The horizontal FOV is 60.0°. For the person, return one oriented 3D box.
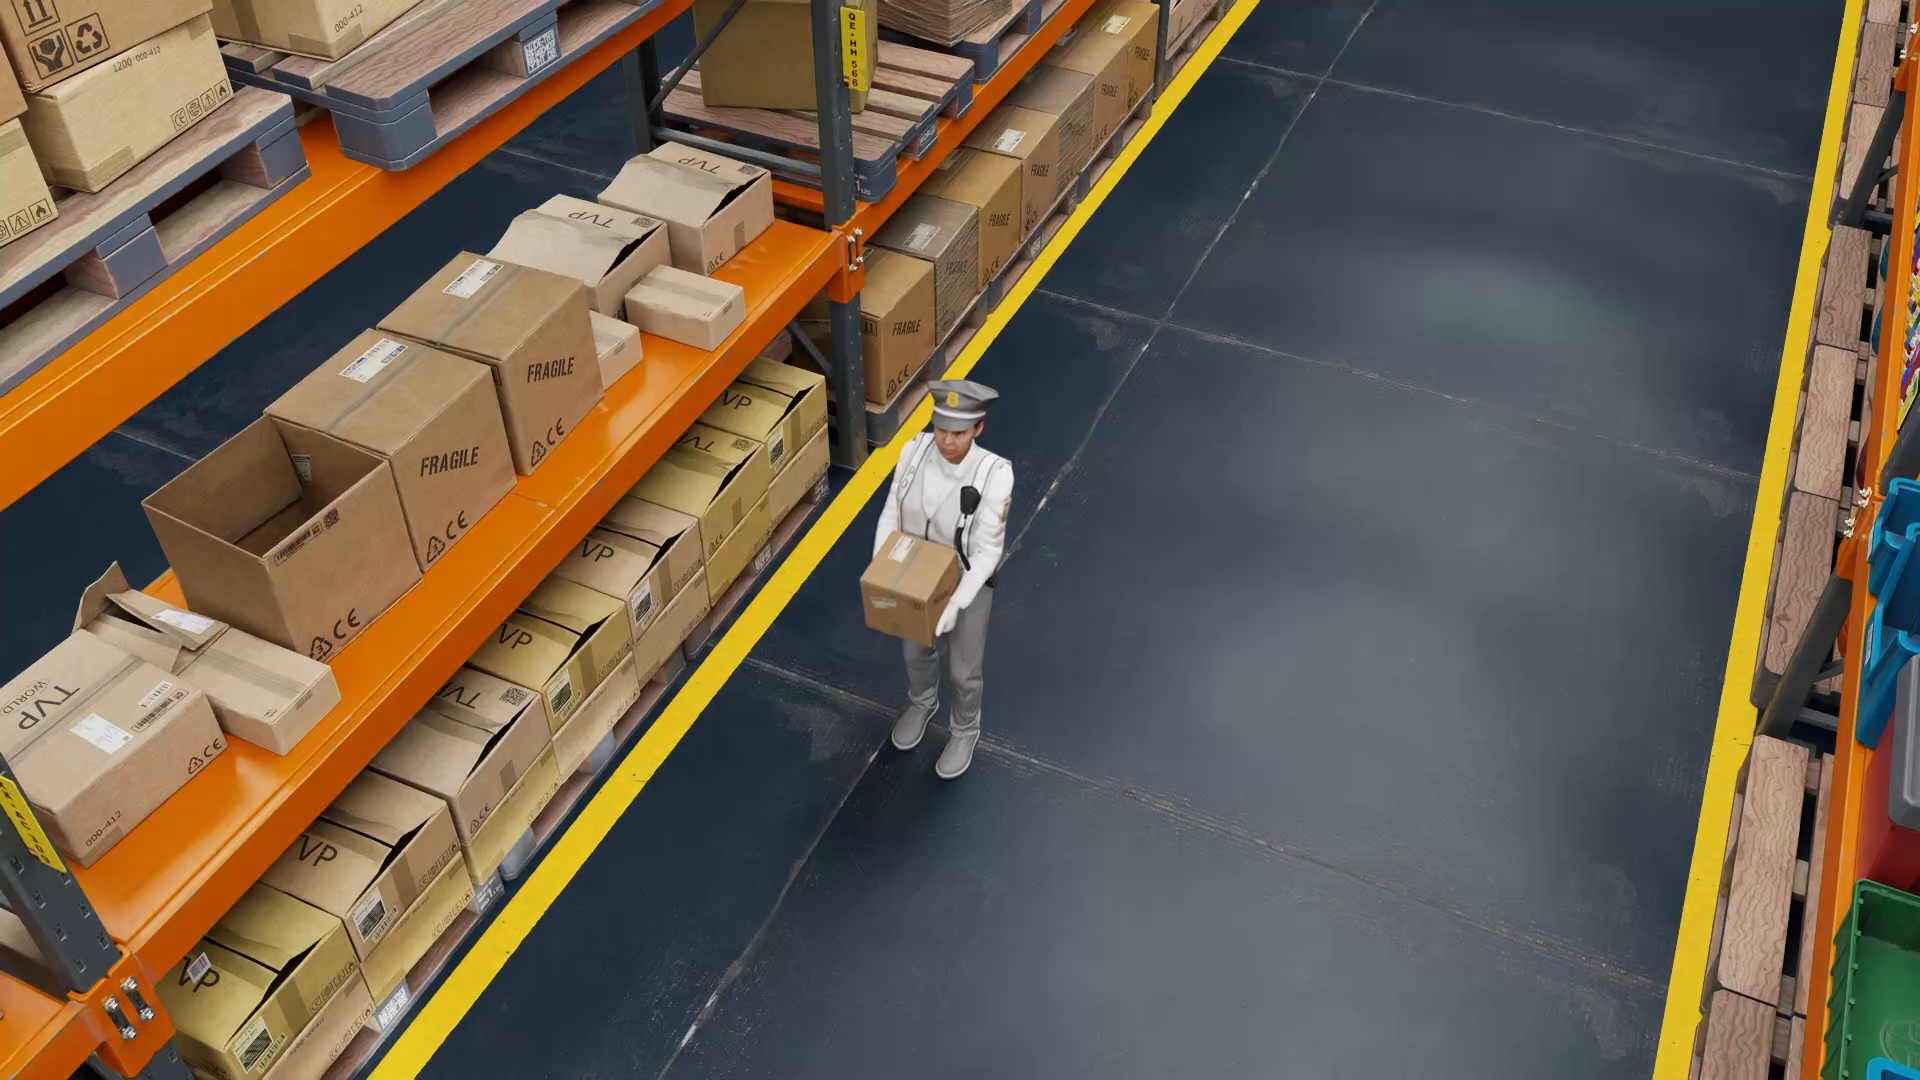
[{"bbox_3d":[-0.075,0.170,5.952,0.461,1.686,0.563,18,45,18],"label":"person"}]
